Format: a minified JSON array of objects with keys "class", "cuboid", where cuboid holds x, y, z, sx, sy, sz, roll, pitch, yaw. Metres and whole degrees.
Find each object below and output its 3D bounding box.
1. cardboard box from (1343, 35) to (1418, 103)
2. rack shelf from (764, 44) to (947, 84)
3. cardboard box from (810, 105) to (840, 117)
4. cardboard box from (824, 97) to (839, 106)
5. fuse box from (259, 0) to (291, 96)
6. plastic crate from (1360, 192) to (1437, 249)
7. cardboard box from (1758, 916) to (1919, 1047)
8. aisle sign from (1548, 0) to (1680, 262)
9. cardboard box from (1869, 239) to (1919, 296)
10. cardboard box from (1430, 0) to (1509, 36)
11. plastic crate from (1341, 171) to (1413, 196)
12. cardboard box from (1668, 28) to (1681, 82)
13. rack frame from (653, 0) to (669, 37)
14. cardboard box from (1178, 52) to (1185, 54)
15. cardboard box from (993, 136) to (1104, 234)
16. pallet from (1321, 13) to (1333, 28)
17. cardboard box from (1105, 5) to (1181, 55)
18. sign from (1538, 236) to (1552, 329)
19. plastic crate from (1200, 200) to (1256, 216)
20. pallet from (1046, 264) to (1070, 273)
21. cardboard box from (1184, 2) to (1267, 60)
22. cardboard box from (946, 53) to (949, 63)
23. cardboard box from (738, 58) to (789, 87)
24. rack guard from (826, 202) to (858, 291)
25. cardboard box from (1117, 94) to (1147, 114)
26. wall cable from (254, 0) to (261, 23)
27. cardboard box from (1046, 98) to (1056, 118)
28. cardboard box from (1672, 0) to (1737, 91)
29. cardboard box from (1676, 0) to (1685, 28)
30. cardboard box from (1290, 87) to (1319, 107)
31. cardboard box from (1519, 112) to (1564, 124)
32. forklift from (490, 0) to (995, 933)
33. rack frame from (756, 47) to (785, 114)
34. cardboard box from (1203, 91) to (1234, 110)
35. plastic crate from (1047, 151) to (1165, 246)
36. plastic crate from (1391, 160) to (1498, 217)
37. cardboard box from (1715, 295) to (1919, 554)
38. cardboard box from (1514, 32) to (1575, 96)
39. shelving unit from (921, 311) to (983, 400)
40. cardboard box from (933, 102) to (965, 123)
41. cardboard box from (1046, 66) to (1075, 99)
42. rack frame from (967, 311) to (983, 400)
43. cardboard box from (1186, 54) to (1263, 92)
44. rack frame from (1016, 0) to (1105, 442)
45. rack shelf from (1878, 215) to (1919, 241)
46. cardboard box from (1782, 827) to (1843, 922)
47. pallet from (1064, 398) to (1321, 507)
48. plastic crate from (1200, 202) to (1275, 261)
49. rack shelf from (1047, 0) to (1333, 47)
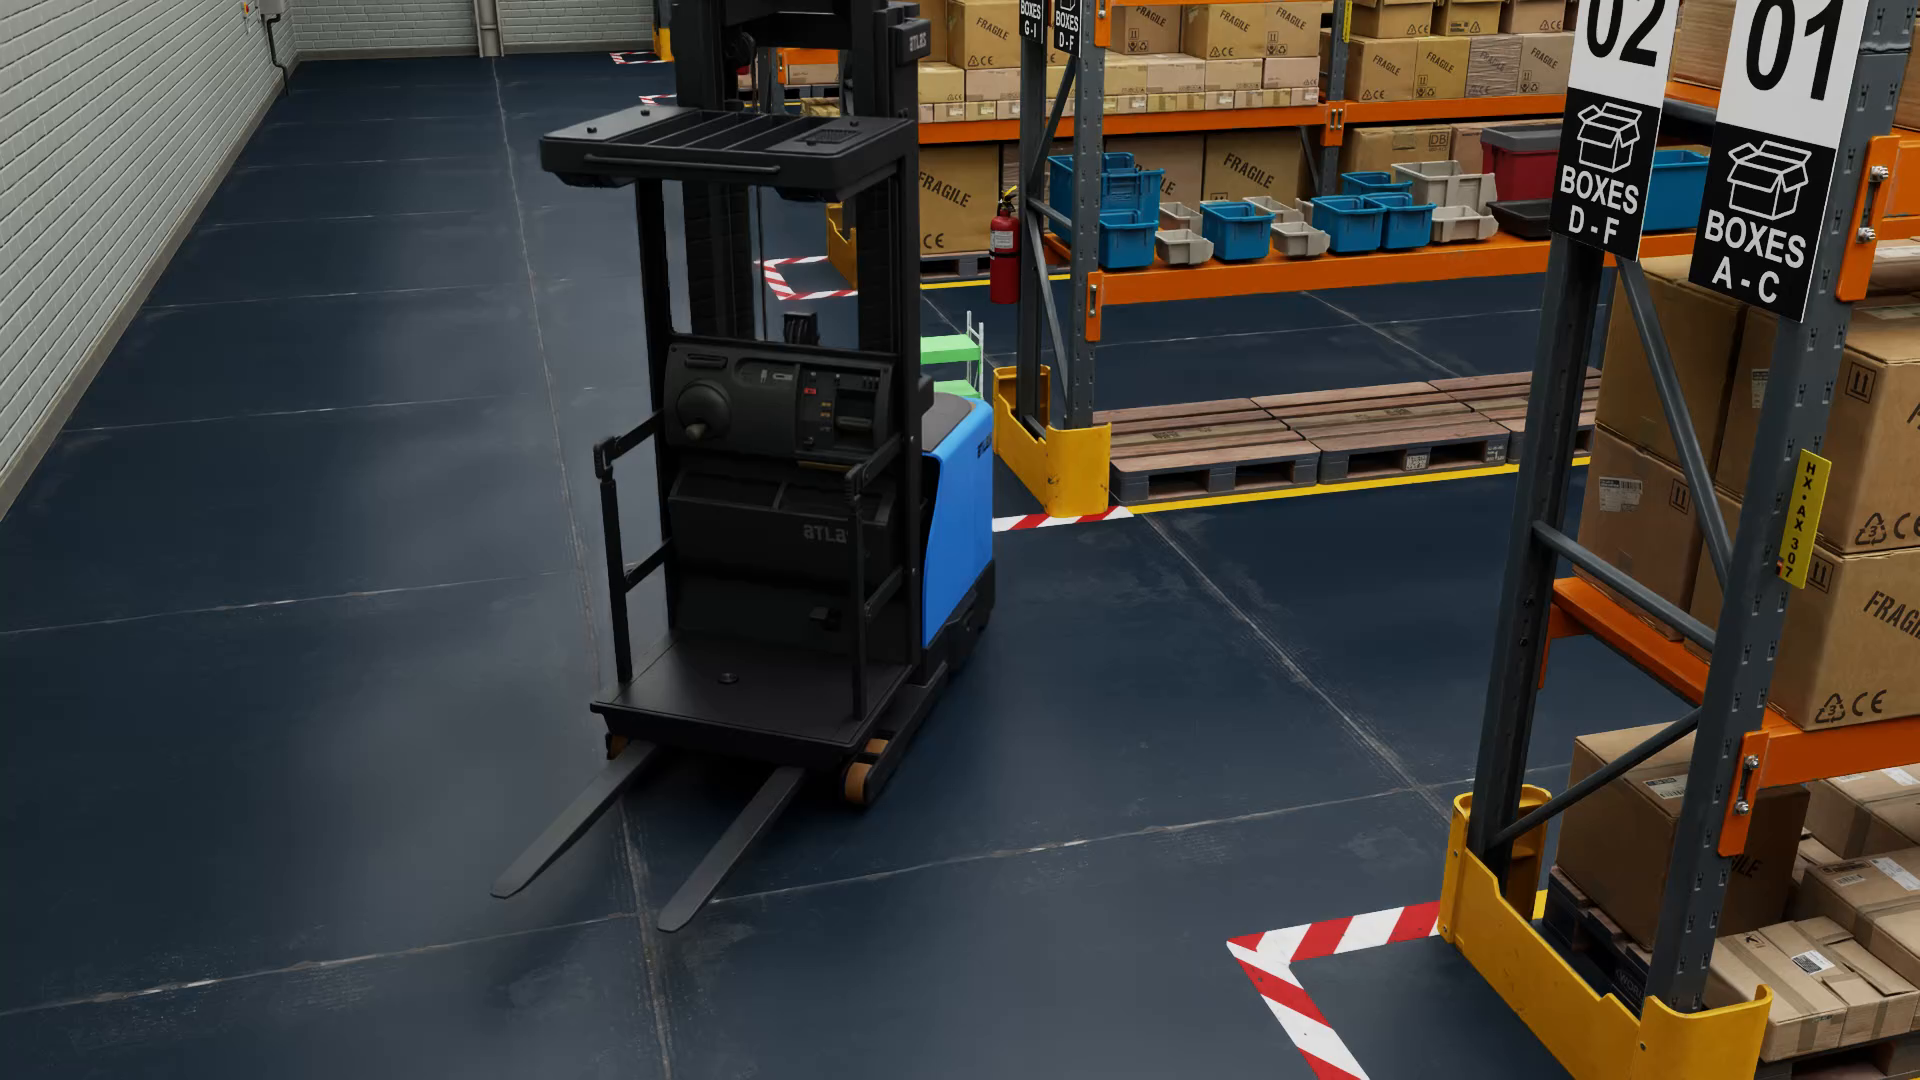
[{"class":"cardboard box","cuboid":[3.548,-4.045,14.246,0.500,0.500,0.500,-6,24,-14]},{"class":"rack shelf","cuboid":[-0.130,-5.395,18.432,4.000,0.370,1.077,-6,24,-14]},{"class":"cardboard box","cuboid":[-1.460,-4.596,17.985,0.250,0.149,0.380,-7,24,-17]},{"class":"cardboard box","cuboid":[-1.357,-4.827,18.523,0.250,0.149,0.380,-6,24,-13]},{"class":"fuse box","cuboid":[-9.340,-6.993,22.877,0.414,1.711,0.539,-6,24,-14]},{"class":"plastic crate","cuboid":[2.408,-1.763,9.190,0.300,0.233,0.416,-6,24,-14]},{"class":"cardboard box","cuboid":[2.596,1.302,4.948,0.250,0.166,0.380,-6,24,-14]},{"class":"aisle sign","cuboid":[1.711,-1.161,4.355,0.004,0.787,0.394,-6,24,-14]},{"class":"cardboard box","cuboid":[2.700,-0.569,4.877,0.500,0.500,0.500,-6,24,-13]},{"class":"cardboard box","cuboid":[4.315,-4.692,14.481,0.637,0.503,0.797,-6,24,-14]},{"class":"plastic crate","cuboid":[2.433,-2.005,9.755,0.300,0.233,0.416,-6,24,-14]},{"class":"cardboard box","cuboid":[6.481,-4.370,15.004,0.500,0.500,0.500,-6,24,-13]},{"class":"rack frame","cuboid":[-4.835,-9.265,26.540,0.127,3.000,1.000,-6,24,-14]},{"class":"cardboard box","cuboid":[2.035,-4.111,14.340,0.500,0.250,0.500,-6,24,-15]},{"class":"cardboard box","cuboid":[0.658,-3.031,14.172,0.875,0.875,0.875,-6,24,-14]},{"class":"pallet","cuboid":[3.752,-6.050,19.290,1.213,0.211,1.003,-6,24,-14]},{"class":"cardboard box","cuboid":[1.532,-4.397,14.055,0.500,0.500,0.500,-7,24,-16]},{"class":"sign","cuboid":[1.728,-0.748,4.819,0.005,0.325,0.100,-6,24,-14]},{"class":"plastic crate","cuboid":[1.544,-1.826,9.460,0.243,0.136,0.396,-6,24,-14]},{"class":"pallet","cuboid":[1.108,-2.581,14.497,1.213,0.211,1.003,-6,24,-14]},{"class":"cardboard box","cuboid":[2.184,-4.255,13.725,0.500,0.500,0.500,-6,24,-14]},{"class":"cardboard box","cuboid":[0.070,-3.893,13.831,0.500,0.250,0.500,-7,24,-15]},{"class":"cardboard box","cuboid":[-2.882,-6.505,22.823,0.875,0.438,0.875,-7,24,-16]},{"class":"rack guard","cuboid":[-0.836,-2.468,13.867,0.348,0.500,1.175,-6,24,-14]},{"class":"cardboard box","cuboid":[1.350,-3.609,13.675,0.250,0.149,0.380,-6,24,-14]},{"class":"wall cable","cuboid":[-9.307,-7.776,21.780,0.122,1.984,0.588,-6,24,-14]},{"class":"cardboard box","cuboid":[0.607,-3.526,13.482,0.250,0.149,0.380,-7,24,-15]},{"class":"cardboard box","cuboid":[2.282,-1.322,4.413,0.500,0.250,0.500,-6,24,-14]},{"class":"cardboard box","cuboid":[6.181,-4.906,14.981,0.637,0.503,0.797,-5,24,-13]},{"class":"cardboard box","cuboid":[2.833,-3.773,14.057,0.250,0.149,0.380,-6,24,-14]},{"class":"cardboard box","cuboid":[5.359,-3.530,15.335,0.875,0.875,1.225,-6,24,-14]},{"class":"forklift","cuboid":[-0.768,-0.505,6.210,1.130,2.935,3.031,7,24,16]},{"class":"rack frame","cuboid":[-2.056,-5.513,17.794,0.127,3.000,1.000,-6,24,-14]},{"class":"cardboard box","cuboid":[2.090,-3.691,13.866,0.250,0.149,0.380,-6,24,-13]},{"class":"plastic crate","cuboid":[0.797,-1.889,9.227,0.499,0.435,0.616,-6,24,-14]},{"class":"plastic crate","cuboid":[2.856,-2.045,9.786,0.530,0.282,0.437,-6,24,-14]},{"class":"cardboard box","cuboid":[2.358,-0.310,4.274,0.500,0.500,0.500,-6,24,-13]},{"class":"cardboard box","cuboid":[5.010,-4.209,14.629,0.500,0.500,0.500,-6,24,-13]},{"class":"shelving unit","cuboid":[-0.159,-0.534,8.472,0.503,1.200,0.258,-6,24,-14]},{"class":"cardboard box","cuboid":[-0.136,-3.444,13.291,0.250,0.149,0.380,-7,24,-15]},{"class":"cardboard box","cuboid":[0.705,-3.745,13.488,0.500,0.250,0.500,-7,24,-16]},{"class":"rack frame","cuboid":[0.075,-0.560,8.533,0.015,1.200,0.240,-6,24,-14]},{"class":"cardboard box","cuboid":[2.186,-3.910,13.872,0.500,0.250,0.500,-6,24,-13]},{"class":"rack frame","cuboid":[0.525,-1.739,8.998,0.127,3.000,1.000,-6,24,-14]},{"class":"rack shelf","cuboid":[6.302,-2.047,10.629,4.000,0.370,1.077,-6,24,-14]},{"class":"cardboard box","cuboid":[2.730,1.082,5.460,0.250,0.166,0.380,-6,24,-14]},{"class":"pallet","cuboid":[1.329,-0.530,9.718,1.213,0.211,1.003,-6,24,-14]},{"class":"plastic crate","cuboid":[1.485,-1.661,8.952,0.300,0.233,0.416,-6,24,-14]},{"class":"rack shelf","cuboid":[2.450,-2.999,9.044,4.000,0.370,1.077,-6,24,-14]}]
